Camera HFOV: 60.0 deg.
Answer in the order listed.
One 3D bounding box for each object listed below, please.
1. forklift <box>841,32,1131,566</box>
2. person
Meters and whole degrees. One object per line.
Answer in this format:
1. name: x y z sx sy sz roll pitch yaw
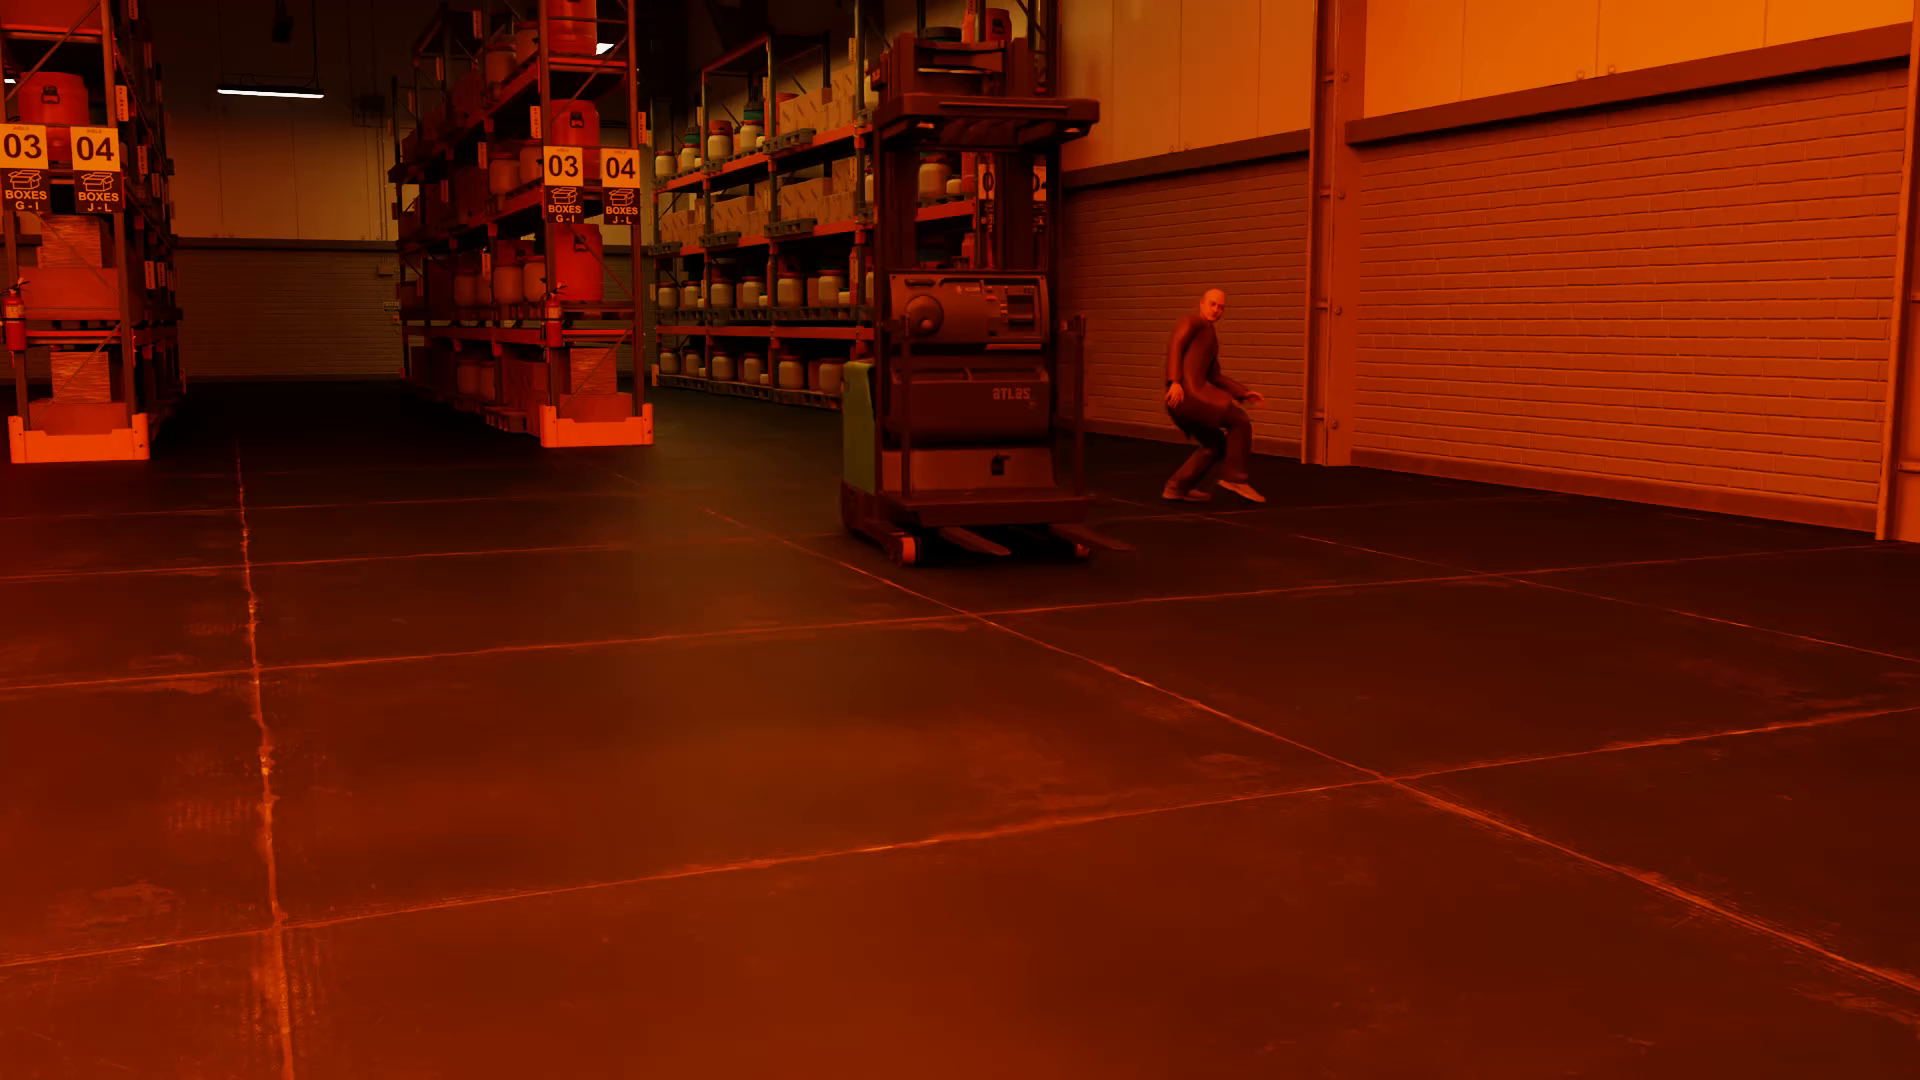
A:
1. forklift: 0.114 -1.365 9.297 1.130 2.935 3.031 -2 8 -15
2. person: 1.851 -1.034 12.133 0.801 1.570 0.808 0 8 2
